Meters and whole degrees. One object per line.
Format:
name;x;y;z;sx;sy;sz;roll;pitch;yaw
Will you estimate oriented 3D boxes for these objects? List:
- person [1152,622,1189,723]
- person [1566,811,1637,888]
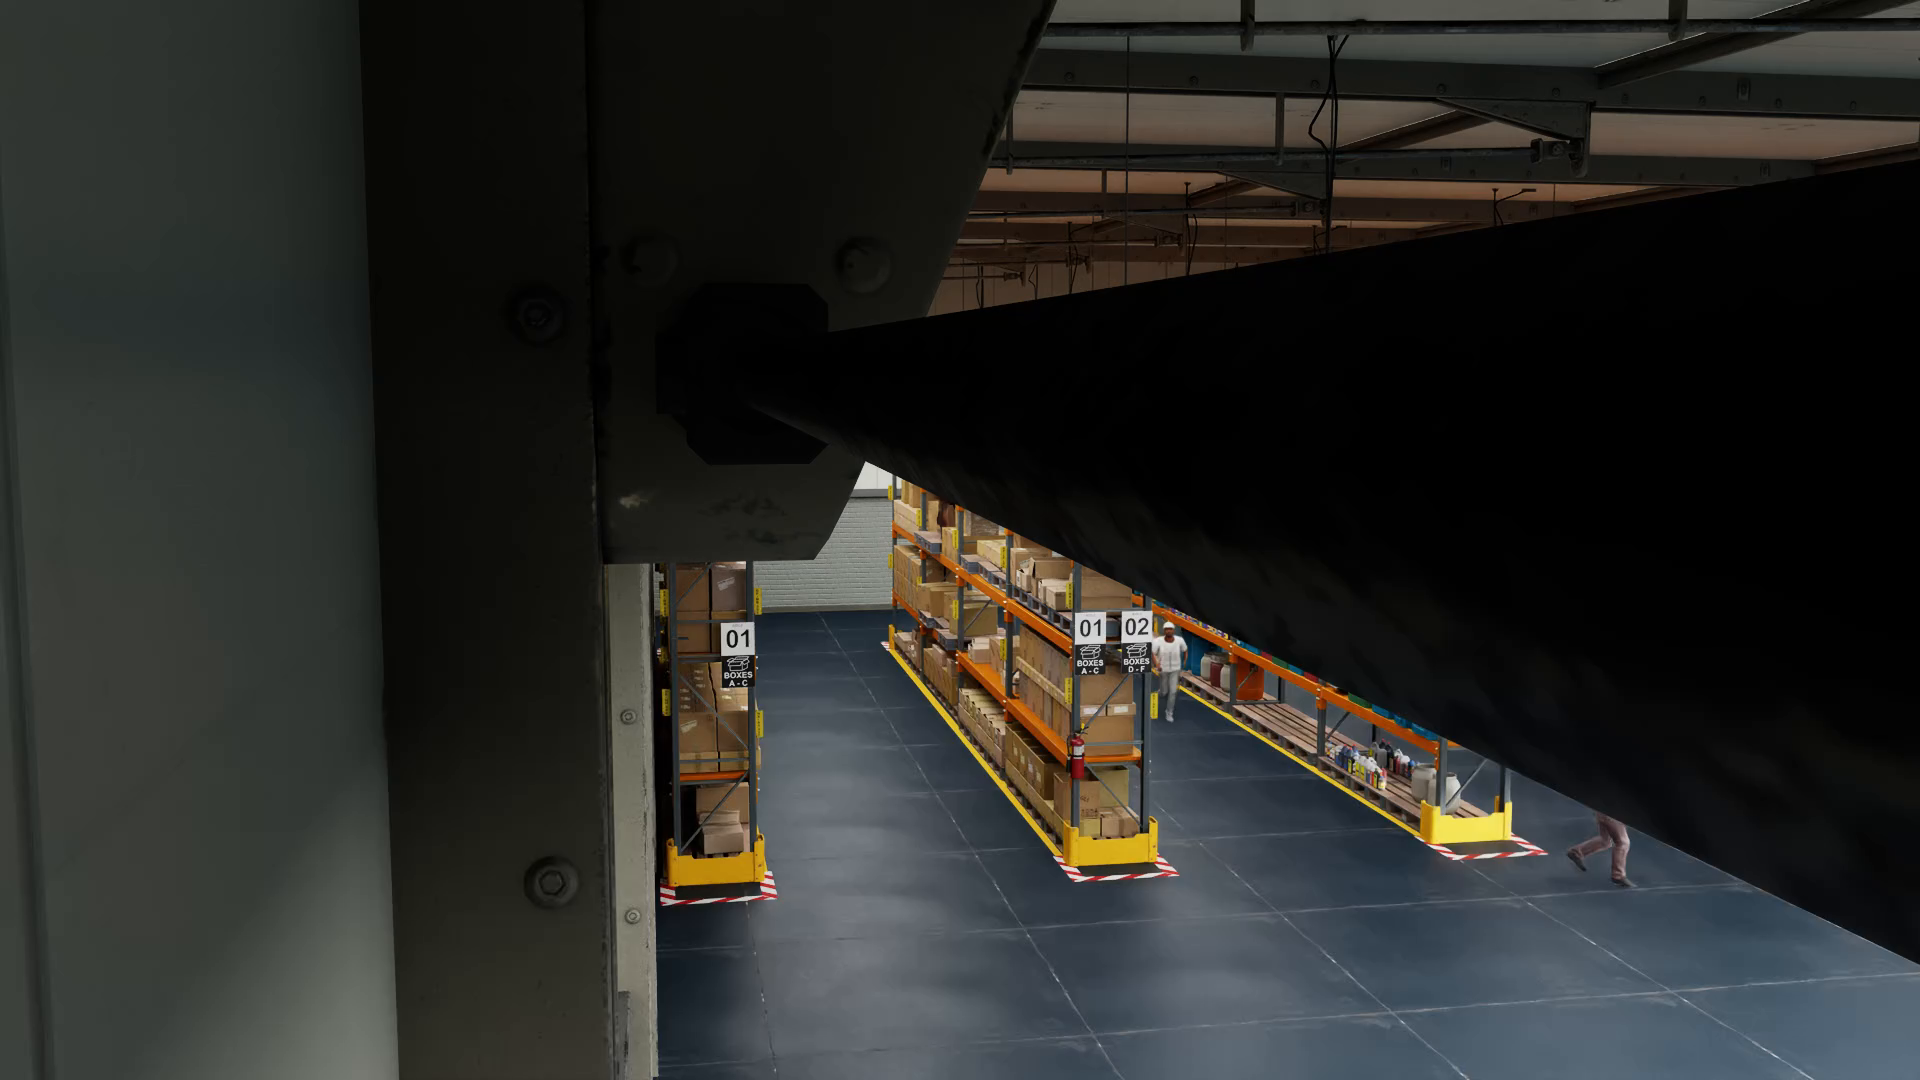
person;3.697;2.300;29.421;0.705;1.752;0.772;0;6;-2
person;7.799;3.304;20.145;0.824;1.746;0.658;3;7;26
